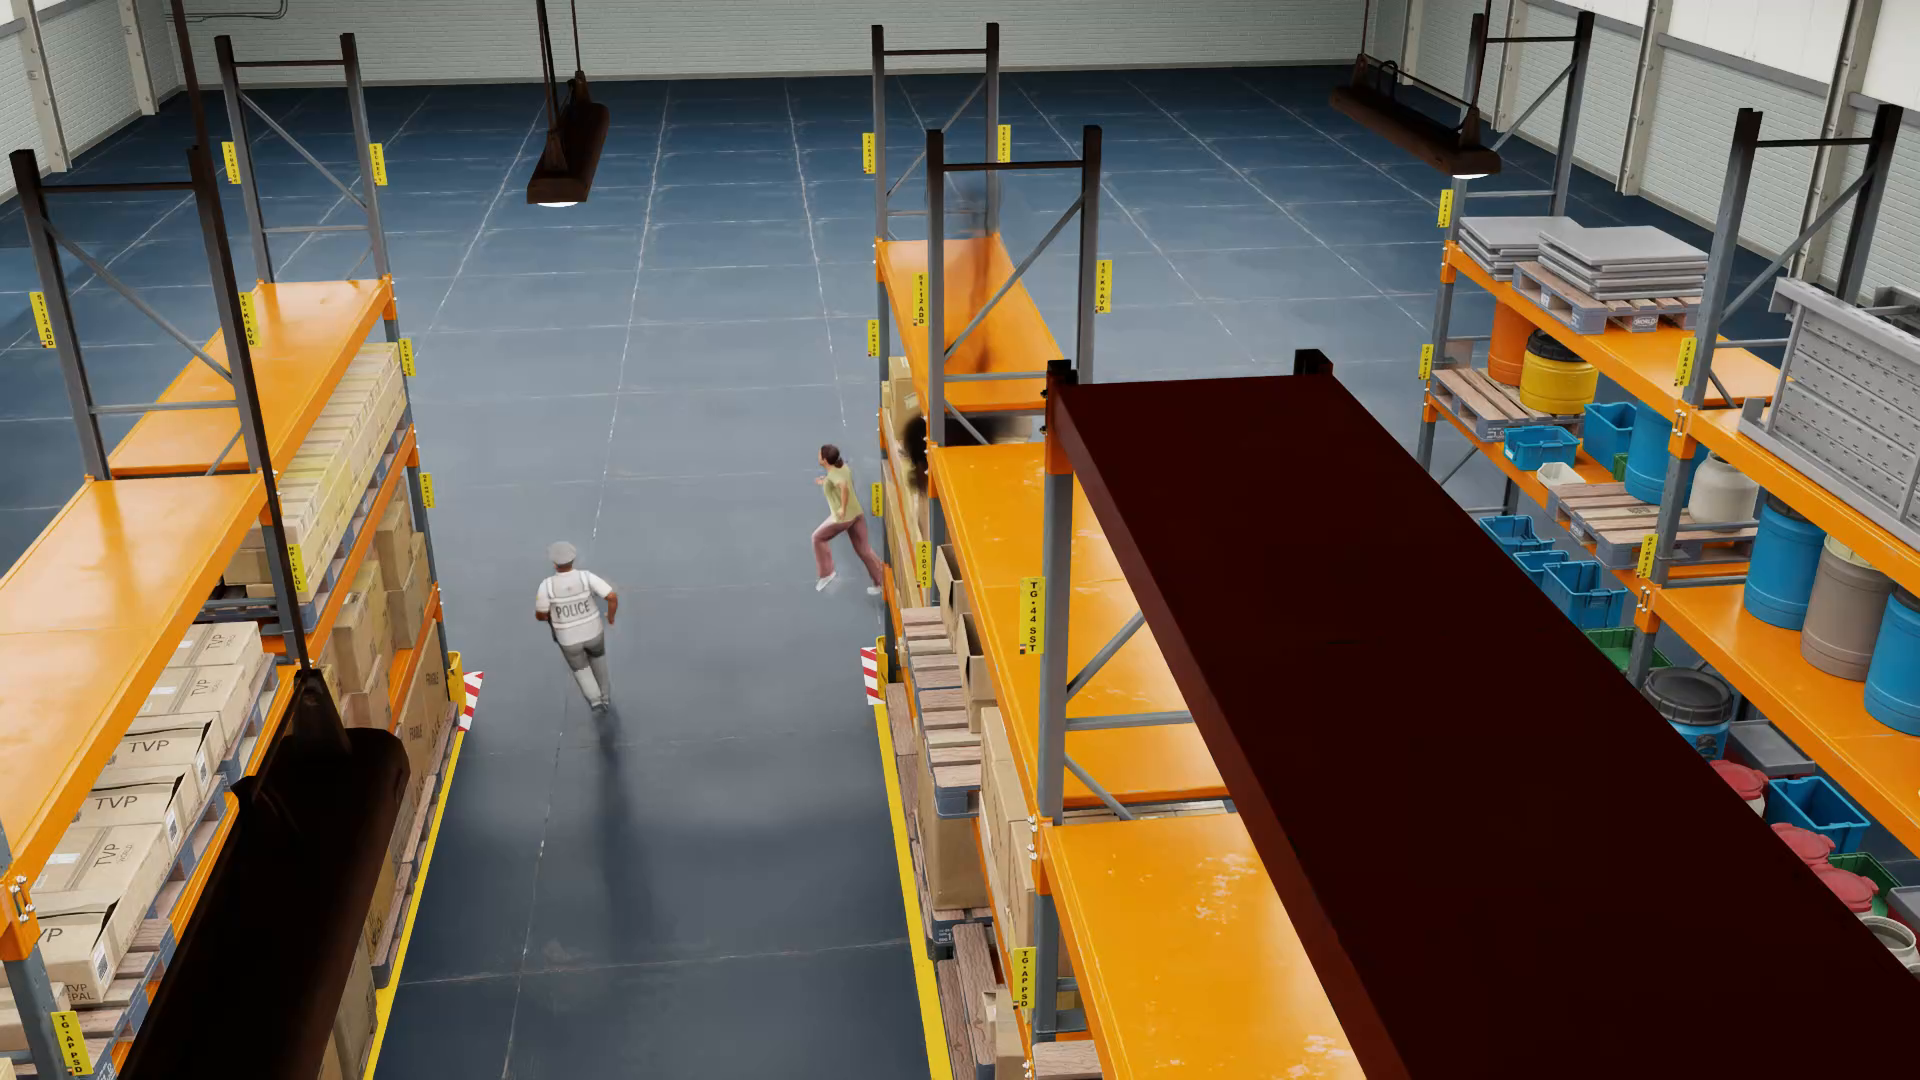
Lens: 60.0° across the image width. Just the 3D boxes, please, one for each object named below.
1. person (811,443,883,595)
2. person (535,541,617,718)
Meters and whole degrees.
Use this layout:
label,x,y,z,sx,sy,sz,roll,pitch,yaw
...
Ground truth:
label,x,y,z,sx,sy,sz,roll,pitch,yaw
person,-1.102,-0.166,16.969,0.905,1.667,0.574,13,29,26
person,-3.380,0.865,14.768,0.710,1.780,0.737,-10,27,-20
